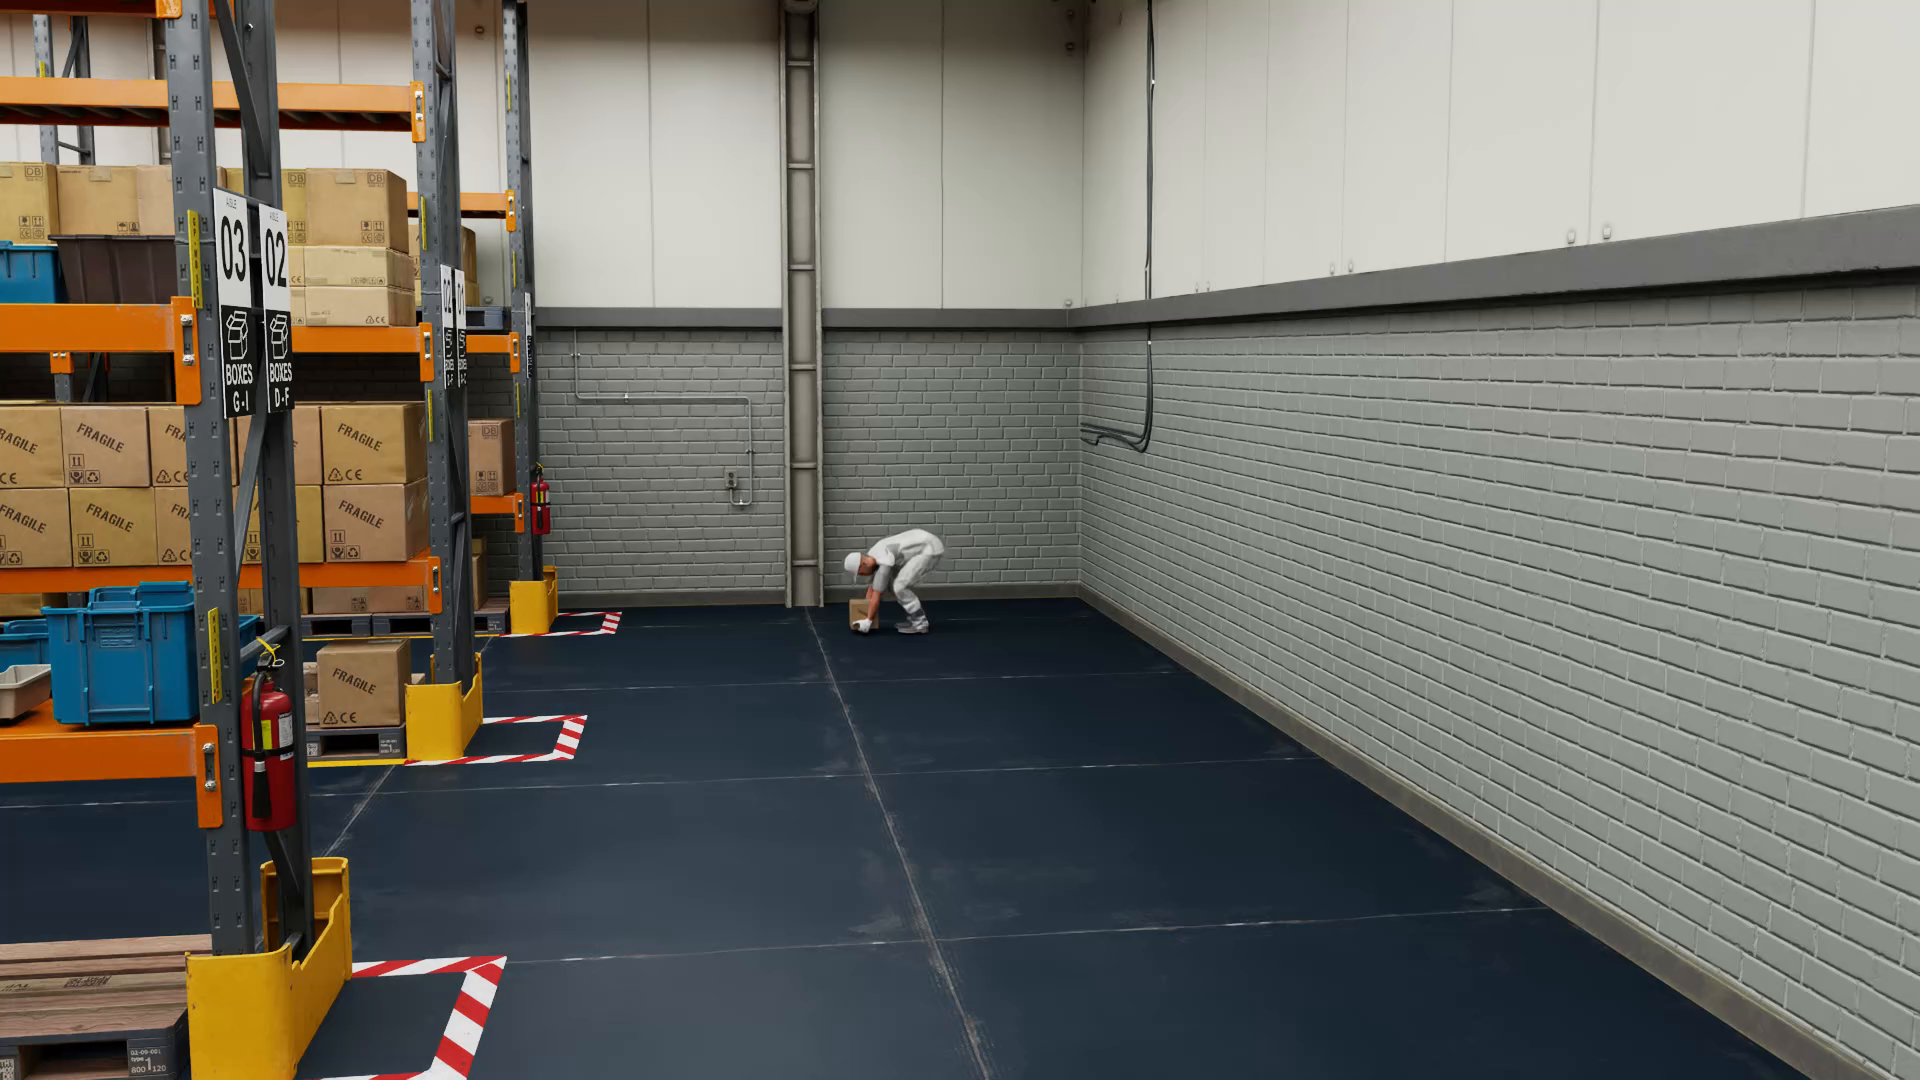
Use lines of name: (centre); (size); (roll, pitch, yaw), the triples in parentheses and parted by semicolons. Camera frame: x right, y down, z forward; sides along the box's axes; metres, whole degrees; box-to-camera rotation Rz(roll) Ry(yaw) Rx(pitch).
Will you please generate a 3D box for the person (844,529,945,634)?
person: (-0.621, 0.394, 15.740); (0.948, 0.970, 0.533); (-1, 7, -11)
